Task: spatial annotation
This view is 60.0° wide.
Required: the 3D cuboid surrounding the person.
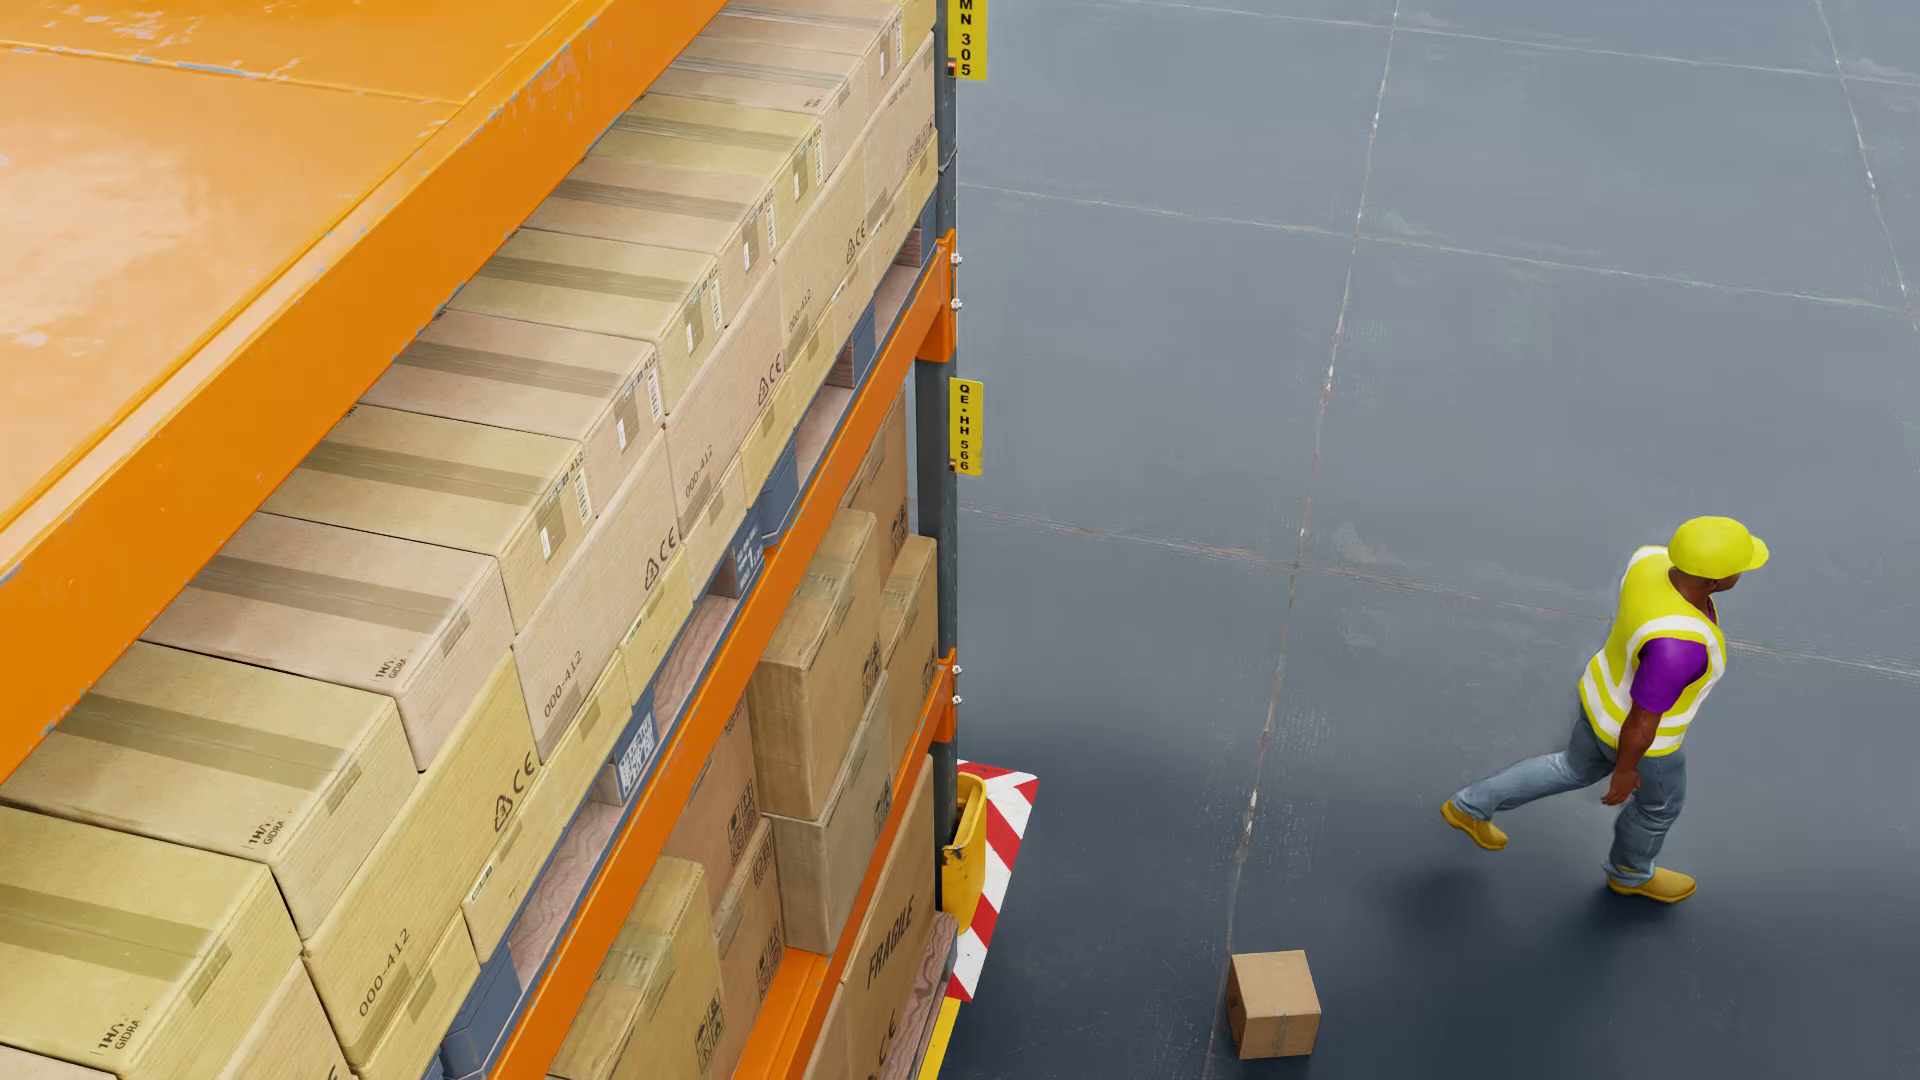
[{"bbox_3d":[2.231,0.570,5.644,0.937,1.738,0.584,3,41,3],"label":"person"}]
